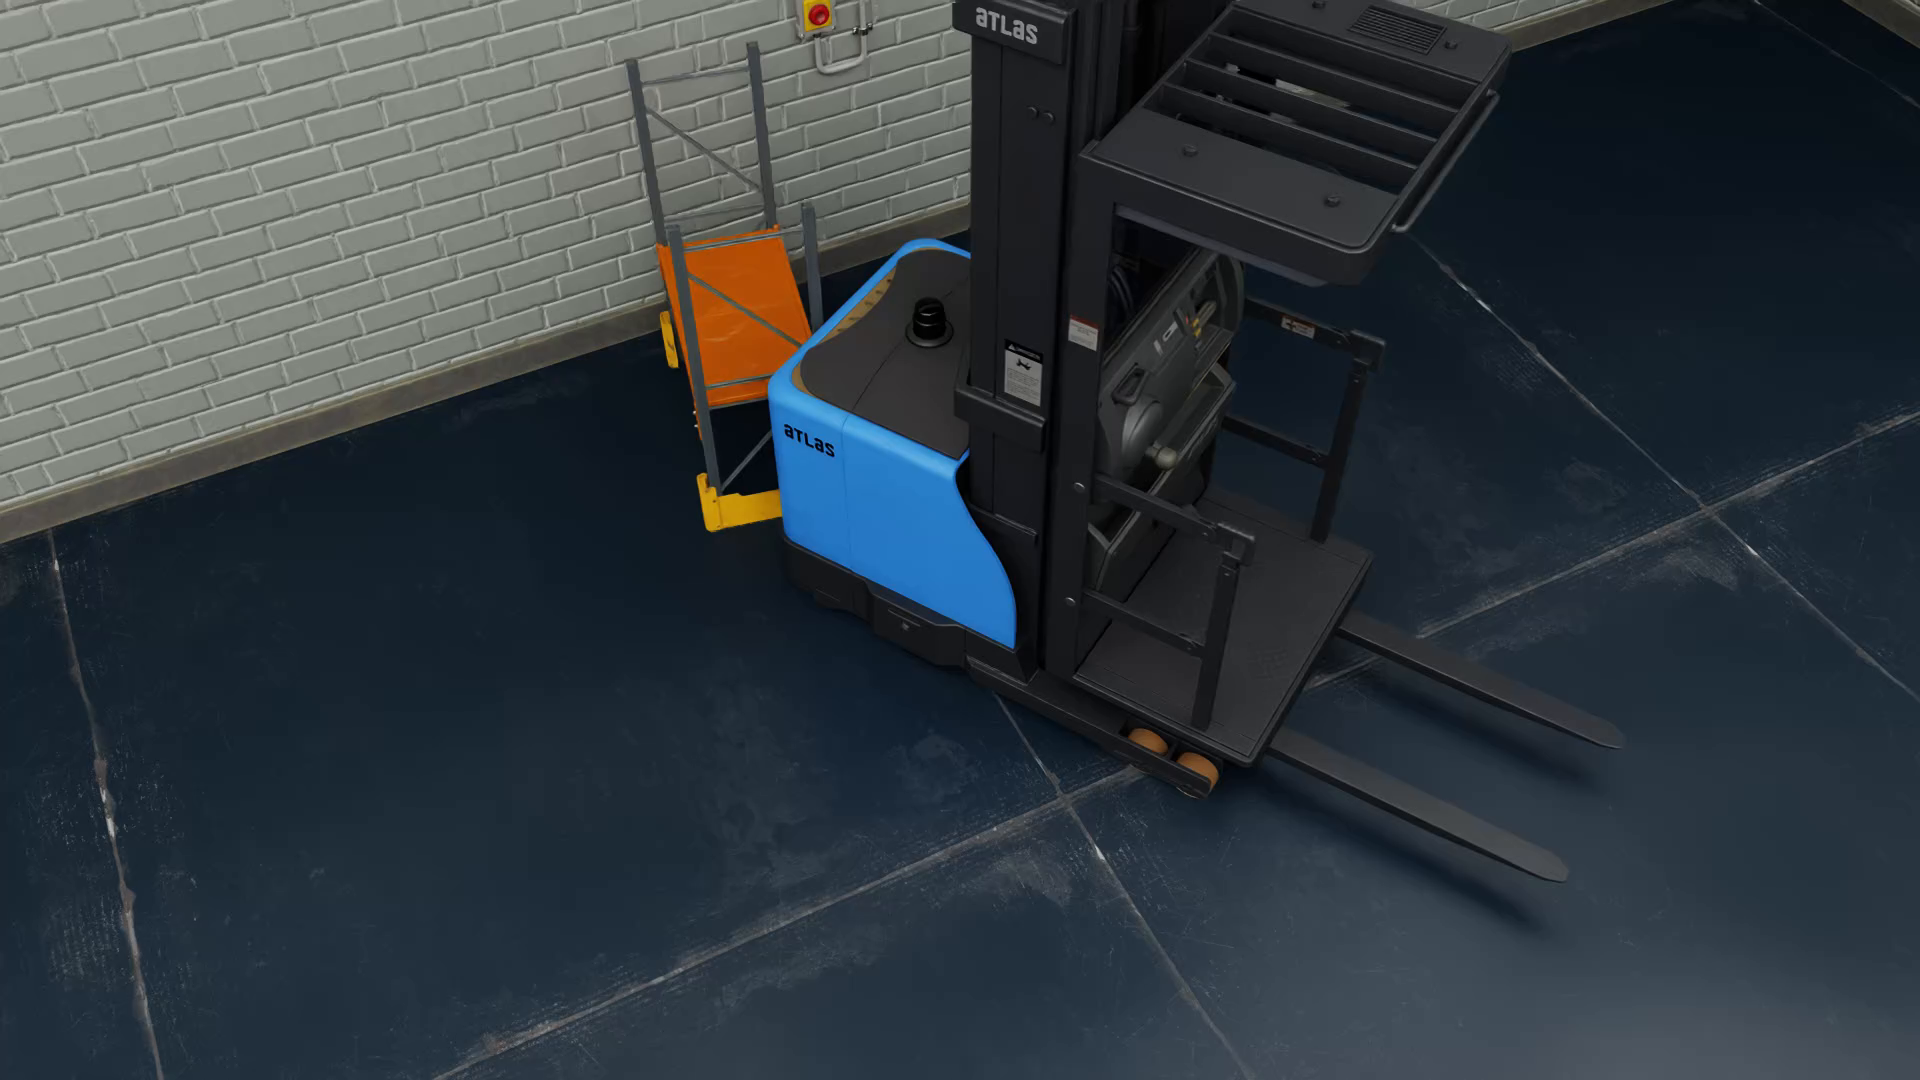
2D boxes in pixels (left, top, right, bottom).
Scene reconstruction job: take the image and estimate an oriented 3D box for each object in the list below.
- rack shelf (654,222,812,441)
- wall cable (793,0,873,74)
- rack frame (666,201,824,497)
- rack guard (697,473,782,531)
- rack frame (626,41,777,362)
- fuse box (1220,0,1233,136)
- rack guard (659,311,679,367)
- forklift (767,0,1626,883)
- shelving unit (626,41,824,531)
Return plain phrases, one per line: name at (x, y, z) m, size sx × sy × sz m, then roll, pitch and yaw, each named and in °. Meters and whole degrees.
rack shelf at (-0.872, -0.851, 6.629) m, size 0.538 × 0.185 × 1.000 m, roll -12°, pitch 50°, yaw -10°
wall cable at (-0.602, -2.538, 6.174) m, size 0.585 × 1.953 × 0.123 m, roll -21°, pitch 52°, yaw -18°
rack frame at (-0.739, -0.600, 6.171) m, size 0.500 × 1.500 × 0.032 m, roll -12°, pitch 50°, yaw -10°
rack guard at (-0.744, -0.202, 6.654) m, size 0.587 × 0.250 × 0.087 m, roll -12°, pitch 50°, yaw -10°
rack frame at (-1.006, -1.338, 6.817) m, size 0.500 × 1.500 × 0.032 m, roll -12°, pitch 50°, yaw -10°
fuse box at (1.333, -2.395, 7.601) m, size 0.539 × 1.711 × 0.414 m, roll -21°, pitch 52°, yaw -18°
rack guard at (-1.006, -0.926, 7.286) m, size 0.587 × 0.250 × 0.087 m, roll -12°, pitch 50°, yaw -10°
forklift at (0.843, -0.521, 5.151) m, size 3.031 × 2.935 × 1.130 m, roll 25°, pitch 53°, yaw 20°
shelving unit at (-0.875, -0.976, 6.500) m, size 0.587 × 1.500 × 1.083 m, roll -12°, pitch 50°, yaw -10°
